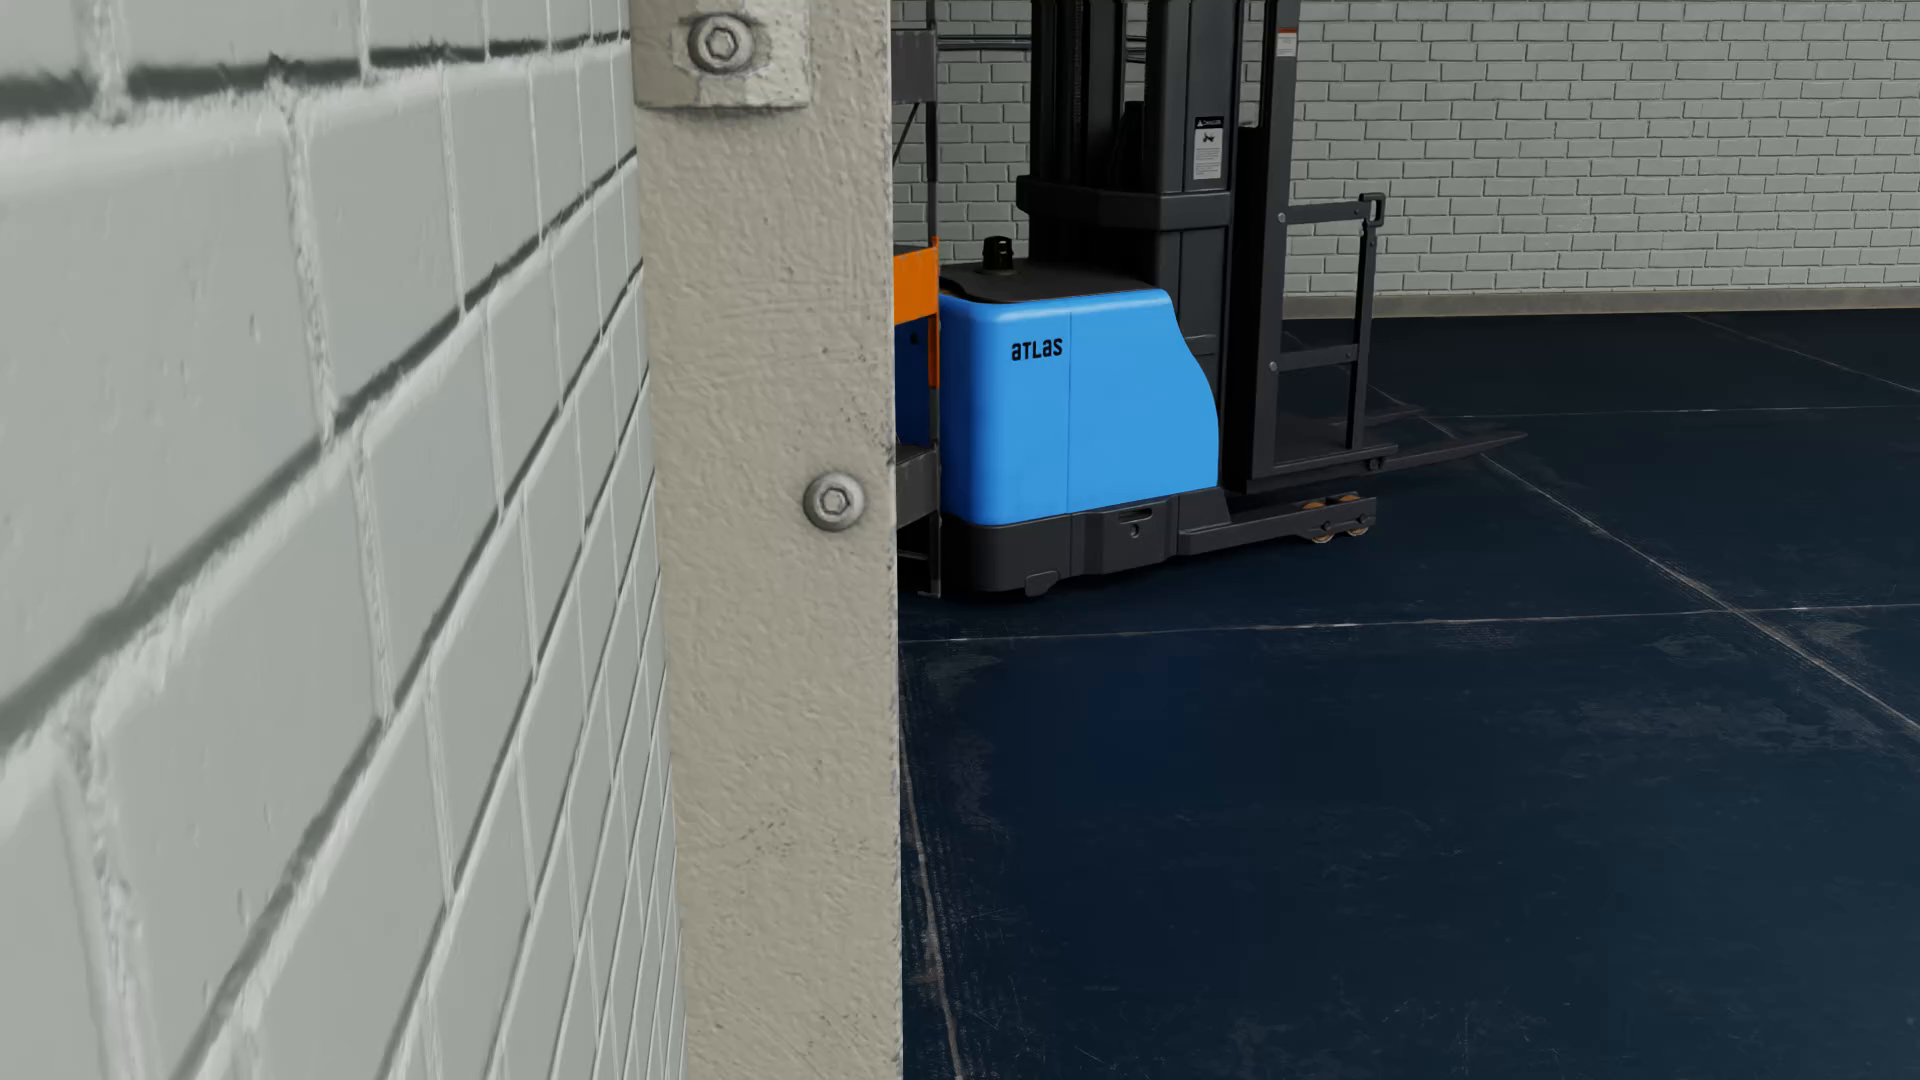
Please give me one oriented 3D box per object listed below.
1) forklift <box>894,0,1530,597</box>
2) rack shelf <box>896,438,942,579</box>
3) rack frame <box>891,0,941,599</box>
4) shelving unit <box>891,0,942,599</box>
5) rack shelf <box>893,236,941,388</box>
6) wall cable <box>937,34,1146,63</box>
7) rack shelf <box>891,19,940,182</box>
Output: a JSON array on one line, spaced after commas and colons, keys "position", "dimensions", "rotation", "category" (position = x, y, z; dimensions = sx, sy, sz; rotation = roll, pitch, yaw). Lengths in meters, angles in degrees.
[{"position": [1.088, -1.506, 6.580], "dimensions": [3.031, 2.935, 1.130], "rotation": [-10, 20, -30], "category": "forklift"}, {"position": [-0.366, -0.075, 5.789], "dimensions": [0.431, 0.518, 0.480], "rotation": [9, 20, 28], "category": "rack shelf"}, {"position": [-0.250, -0.820, 5.776], "dimensions": [0.400, 2.100, 0.015], "rotation": [9, 20, 28], "category": "rack frame"}, {"position": [-0.368, -0.755, 5.573], "dimensions": [0.431, 2.100, 0.503], "rotation": [9, 20, 28], "category": "shelving unit"}, {"position": [-0.368, -0.742, 5.577], "dimensions": [0.431, 0.518, 0.480], "rotation": [9, 20, 28], "category": "rack shelf"}, {"position": [0.138, -4.271, 10.442], "dimensions": [3.097, 2.526, 0.112], "rotation": [-2, 18, -6], "category": "wall cable"}, {"position": [-0.369, -1.409, 5.365], "dimensions": [0.431, 0.518, 0.480], "rotation": [9, 20, 28], "category": "rack shelf"}]
